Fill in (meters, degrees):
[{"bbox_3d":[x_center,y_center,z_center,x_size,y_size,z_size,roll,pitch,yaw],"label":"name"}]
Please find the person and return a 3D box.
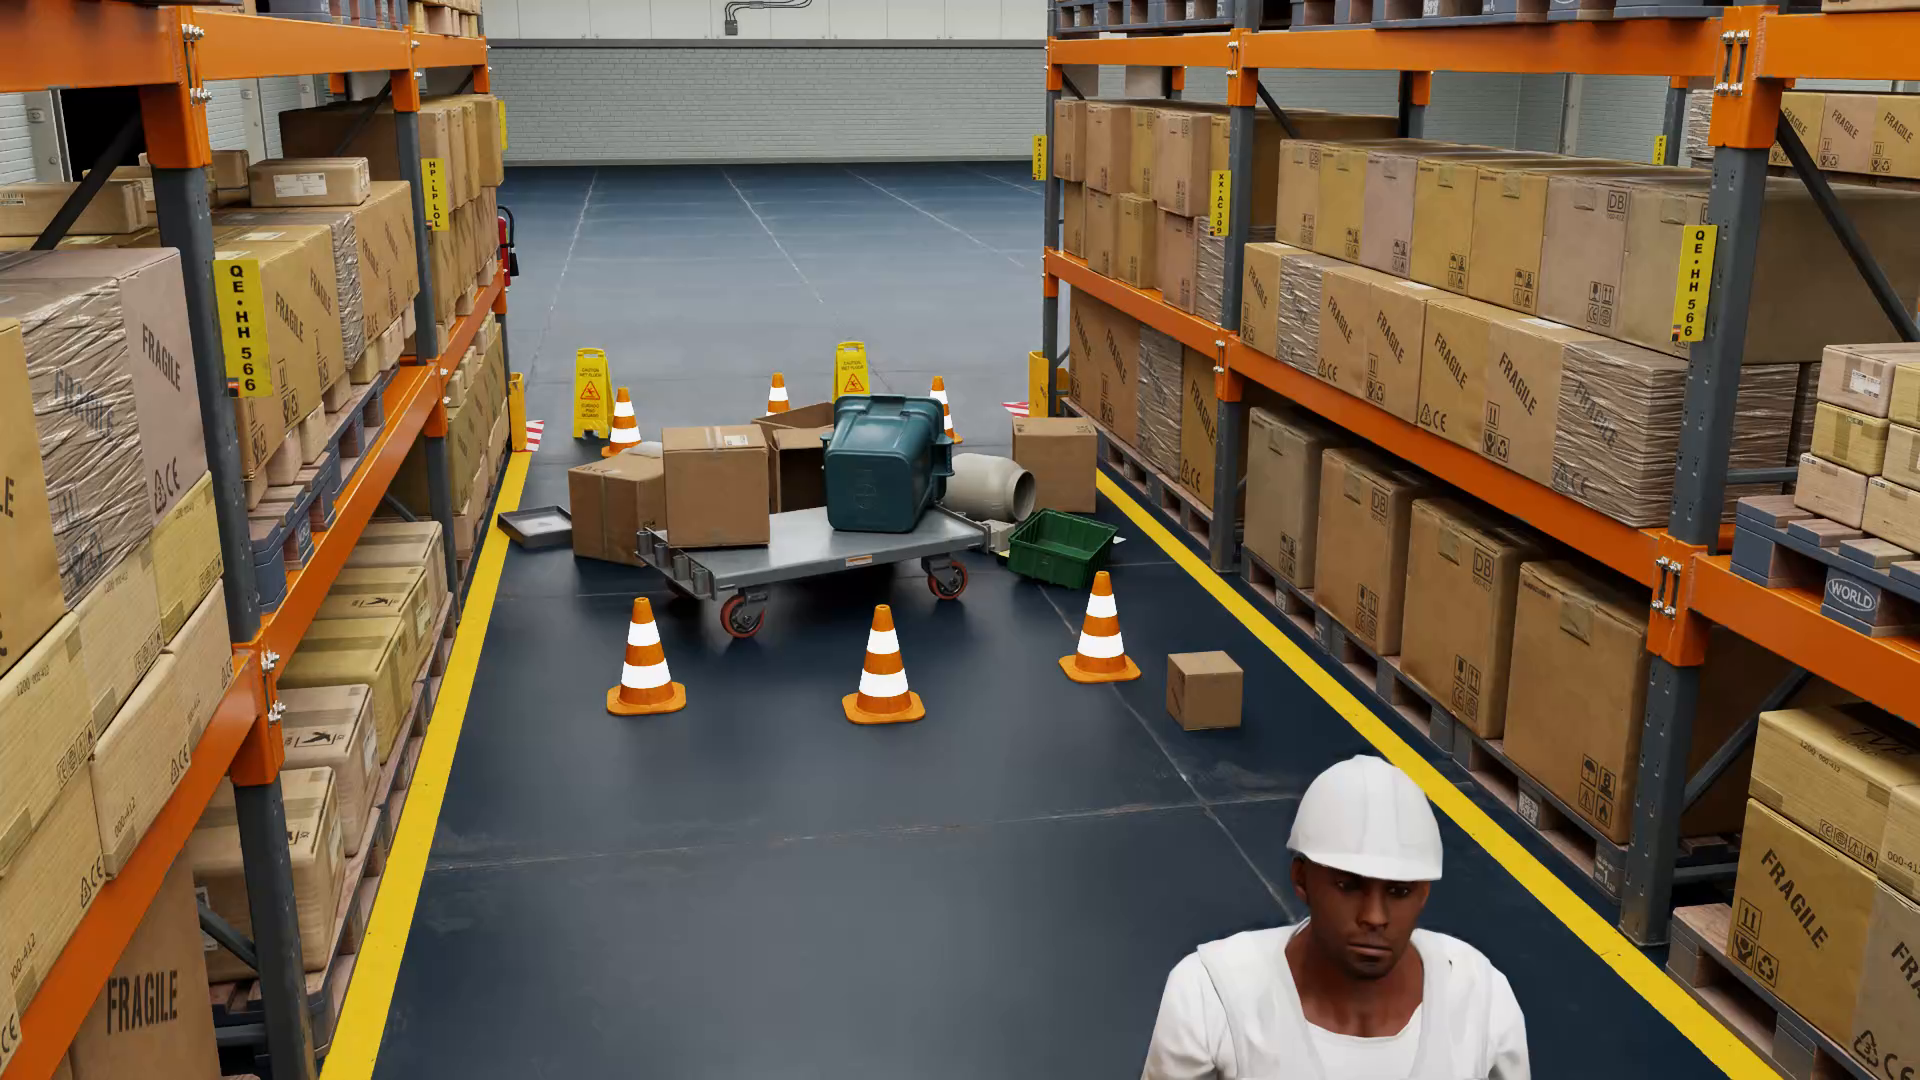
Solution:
[{"bbox_3d":[0.545,1.156,2.450,0.564,1.758,0.501,-1,16,-2],"label":"person"}]
